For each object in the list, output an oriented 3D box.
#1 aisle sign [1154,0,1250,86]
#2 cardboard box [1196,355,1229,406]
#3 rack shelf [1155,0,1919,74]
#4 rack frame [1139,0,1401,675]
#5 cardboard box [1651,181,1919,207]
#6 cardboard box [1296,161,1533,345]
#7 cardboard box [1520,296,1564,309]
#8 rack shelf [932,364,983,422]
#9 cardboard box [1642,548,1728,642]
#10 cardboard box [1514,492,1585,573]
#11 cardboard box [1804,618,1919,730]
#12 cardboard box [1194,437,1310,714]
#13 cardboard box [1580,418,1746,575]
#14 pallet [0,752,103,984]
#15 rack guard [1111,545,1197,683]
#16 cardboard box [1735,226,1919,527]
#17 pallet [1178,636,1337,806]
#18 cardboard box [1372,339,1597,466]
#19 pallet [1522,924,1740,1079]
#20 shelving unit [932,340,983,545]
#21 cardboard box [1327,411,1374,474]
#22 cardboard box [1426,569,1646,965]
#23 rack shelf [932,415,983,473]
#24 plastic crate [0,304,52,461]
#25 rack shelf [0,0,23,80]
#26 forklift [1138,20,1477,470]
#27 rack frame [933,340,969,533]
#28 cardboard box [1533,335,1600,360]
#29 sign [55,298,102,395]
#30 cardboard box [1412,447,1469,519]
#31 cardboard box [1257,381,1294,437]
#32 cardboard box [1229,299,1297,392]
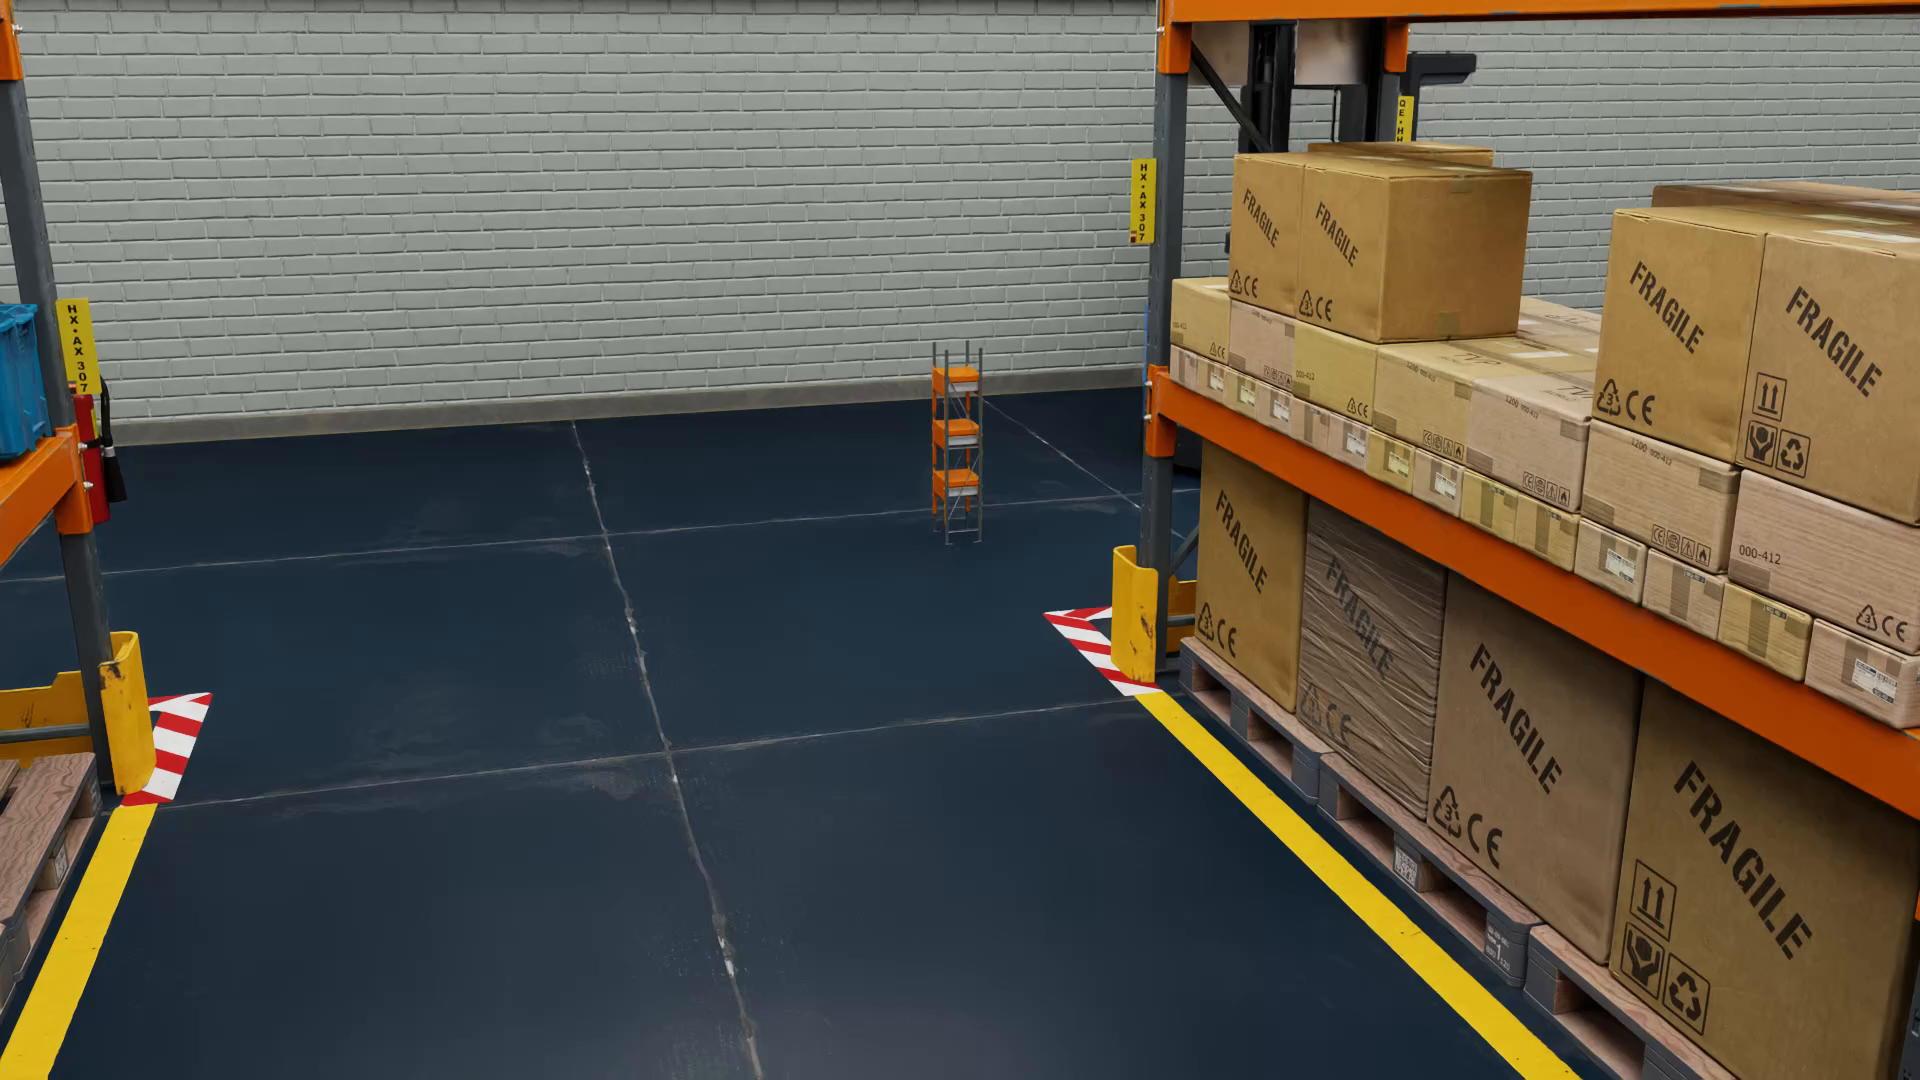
[{"bbox_3d":[0.945,-2.161,6.412,0.394,0.787,0.004,-5,17,-15],"label":"aisle sign"},{"bbox_3d":[1.106,-0.604,6.185,0.380,0.149,0.250,-5,17,-16],"label":"cardboard box"},{"bbox_3d":[1.803,-1.458,4.629,1.077,0.370,4.000,-5,17,-15],"label":"rack shelf"},{"bbox_3d":[1.254,-0.919,6.799,1.000,3.000,0.127,-5,17,-15],"label":"rack frame"},{"bbox_3d":[2.192,-0.676,4.428,0.500,0.500,0.500,-5,18,-17],"label":"cardboard box"},{"bbox_3d":[1.412,-0.914,5.221,0.500,0.500,0.500,-5,17,-17],"label":"cardboard box"},{"bbox_3d":[1.781,-0.737,5.934,0.500,0.250,0.500,-5,17,-16],"label":"cardboard box"},{"bbox_3d":[-0.015,-0.779,8.772,0.215,0.259,0.240,-5,17,-15],"label":"rack shelf"},{"bbox_3d":[1.813,0.107,3.820,0.380,0.149,0.250,-5,17,-16],"label":"cardboard box"},{"bbox_3d":[1.671,-0.036,4.294,0.380,0.149,0.250,-4,17,-14],"label":"cardboard box"},{"bbox_3d":[1.954,0.249,3.346,0.380,0.149,0.250,-5,17,-15],"label":"cardboard box"},{"bbox_3d":[1.506,0.068,6.476,0.875,0.875,0.875,-5,17,-15],"label":"cardboard box"},{"bbox_3d":[1.835,-0.128,3.908,0.500,0.250,0.500,-4,17,-14],"label":"cardboard box"},{"bbox_3d":[-3.319,1.039,5.127,1.003,0.211,1.213,-5,17,-15],"label":"pallet"},{"bbox_3d":[1.247,0.271,7.181,1.175,0.500,0.348,-5,17,-15],"label":"rack guard"},{"bbox_3d":[1.969,-0.349,3.339,0.500,0.500,0.500,-4,17,-14],"label":"cardboard box"},{"bbox_3d":[1.549,0.631,6.484,1.003,0.211,1.213,-5,17,-15],"label":"pallet"},{"bbox_3d":[1.558,-0.410,4.845,0.500,0.250,0.500,-5,17,-16],"label":"cardboard box"},{"bbox_3d":[2.219,1.306,4.237,1.003,0.211,1.213,-5,17,-15],"label":"pallet"},{"bbox_3d":[-0.015,-0.518,8.850,0.215,1.050,0.252,-5,17,-15],"label":"shelving unit"},{"bbox_3d":[1.390,-0.319,5.238,0.380,0.149,0.250,-5,17,-16],"label":"cardboard box"},{"bbox_3d":[2.001,0.566,4.818,0.875,0.875,0.875,-5,17,-15],"label":"cardboard box"},{"bbox_3d":[-0.015,-0.507,8.853,0.215,0.259,0.240,-5,17,-15],"label":"rack shelf"},{"bbox_3d":[-3.237,-0.496,5.222,0.616,0.435,0.499,-5,17,-15],"label":"plastic crate"},{"bbox_3d":[-2.959,-1.067,3.326,1.077,0.370,4.000,-5,17,-15],"label":"rack shelf"},{"bbox_3d":[2.535,-2.065,10.732,3.031,2.935,1.130,-15,23,-42],"label":"forklift"},{"bbox_3d":[-0.048,-0.551,8.963,0.200,1.050,0.008,-5,17,-15],"label":"rack frame"},{"bbox_3d":[2.068,-0.452,4.987,0.500,0.250,0.500,-5,17,-15],"label":"cardboard box"},{"bbox_3d":[-2.984,-0.654,5.632,0.100,0.325,0.005,-5,17,-15],"label":"sign"},{"bbox_3d":[1.532,-0.177,4.764,0.380,0.149,0.250,-4,17,-14],"label":"cardboard box"},{"bbox_3d":[1.249,-0.461,5.710,0.380,0.149,0.250,-5,17,-16],"label":"cardboard box"},{"bbox_3d":[1.275,-0.693,5.788,0.500,0.250,0.500,-5,17,-16],"label":"cardboard box"}]
